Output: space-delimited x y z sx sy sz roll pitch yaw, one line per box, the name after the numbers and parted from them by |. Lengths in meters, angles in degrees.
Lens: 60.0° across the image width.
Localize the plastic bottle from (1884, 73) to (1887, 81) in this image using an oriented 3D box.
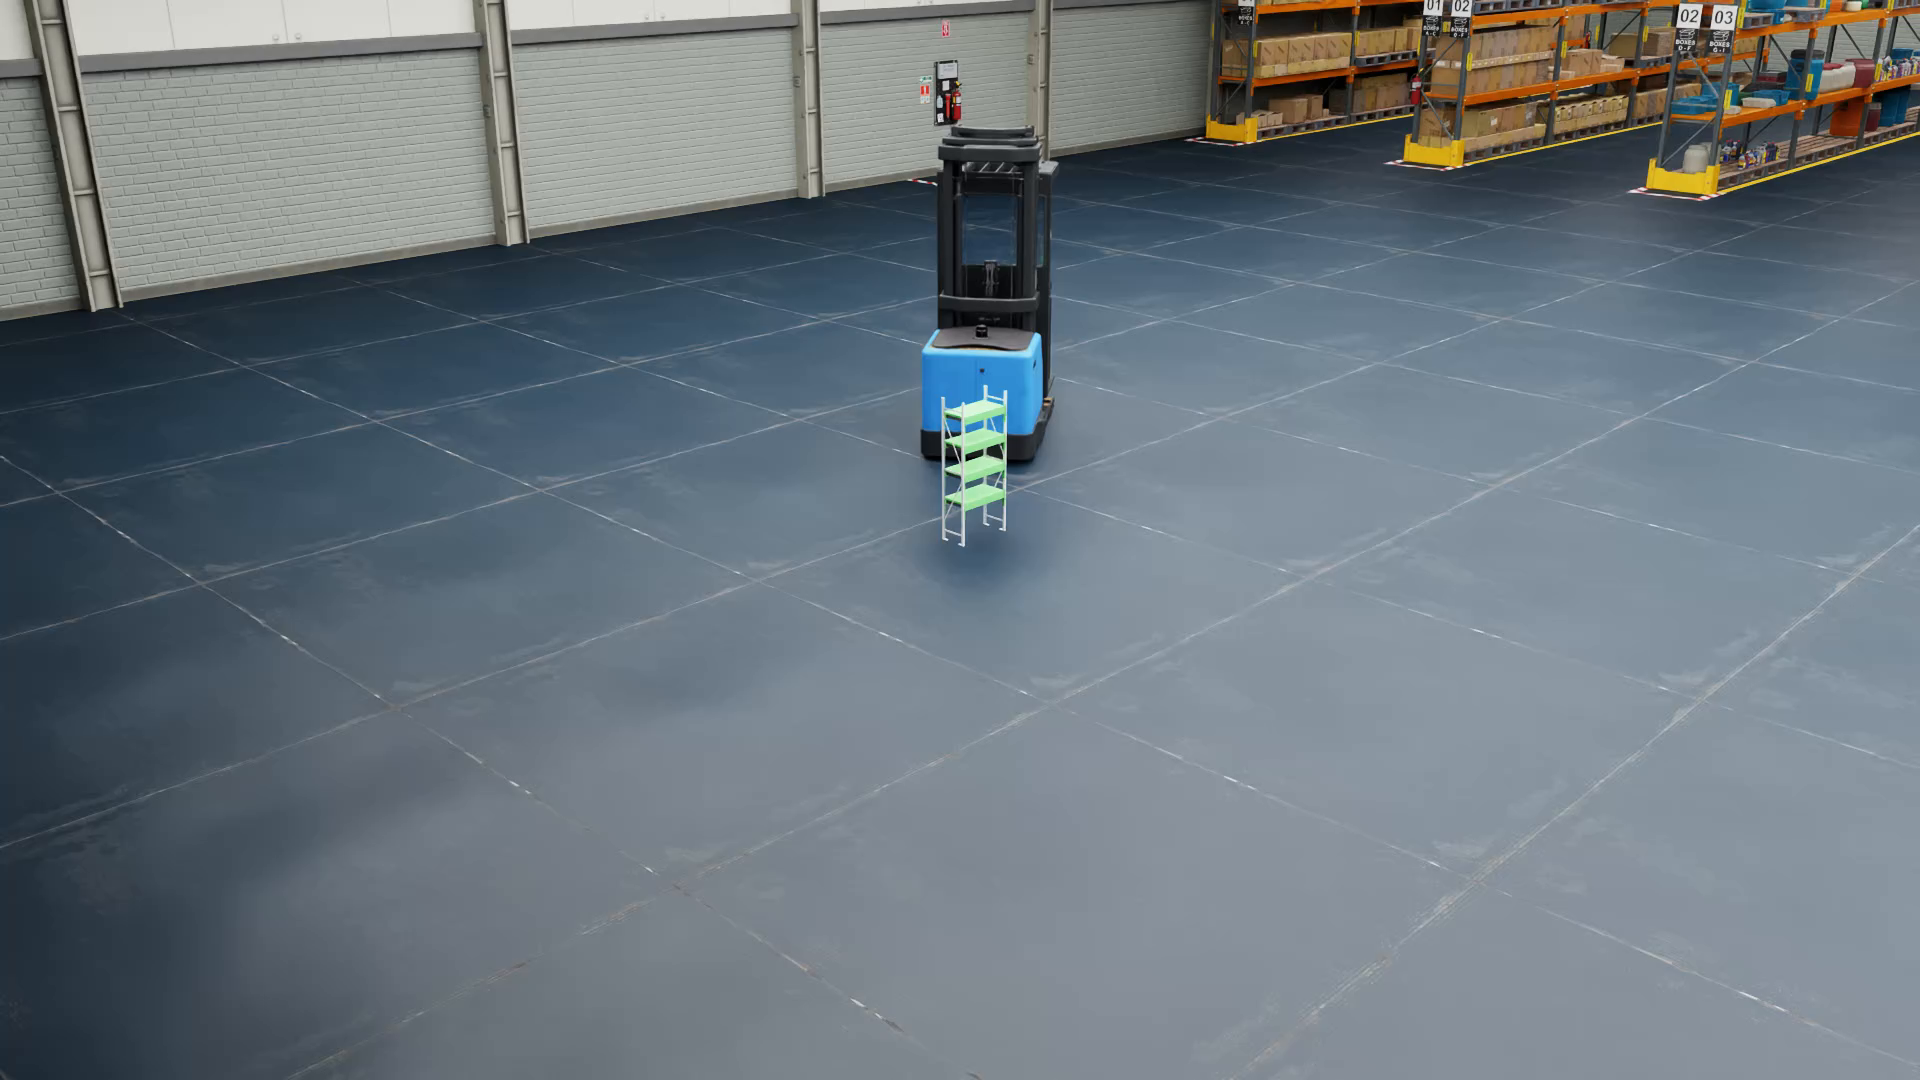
19.607 -9.847 35.291 0.097 0.201 0.097 0 21 0 | plastic bottle

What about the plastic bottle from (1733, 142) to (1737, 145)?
15.024 -7.577 32.291 0.135 0.276 0.152 -19 28 -40 | plastic bottle

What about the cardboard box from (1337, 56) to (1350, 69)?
8.555 -10.927 38.003 0.500 0.250 0.500 19 28 41 | cardboard box

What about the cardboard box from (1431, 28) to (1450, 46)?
11.981 -12.469 41.252 0.500 0.500 0.500 -19 28 -40 | cardboard box

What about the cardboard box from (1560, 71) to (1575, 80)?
12.985 -10.006 35.775 0.380 0.149 0.250 19 28 41 | cardboard box

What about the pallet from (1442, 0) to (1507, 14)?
9.942 -10.452 32.529 1.003 0.211 1.213 19 28 41 | pallet

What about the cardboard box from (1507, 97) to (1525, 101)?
11.672 -9.168 35.448 0.500 0.500 0.500 19 28 41 | cardboard box

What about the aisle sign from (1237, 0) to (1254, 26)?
6.043 -11.277 35.109 0.394 0.787 0.004 19 28 41 | aisle sign

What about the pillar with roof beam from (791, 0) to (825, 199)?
0.460 -9.191 24.945 9.100 9.000 0.400 19 28 41 | pillar with roof beam

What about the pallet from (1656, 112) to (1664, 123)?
16.410 -10.167 39.733 1.003 0.211 1.213 19 28 41 | pallet

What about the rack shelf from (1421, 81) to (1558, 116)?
10.825 -9.096 34.062 1.077 0.370 4.000 19 28 41 | rack shelf

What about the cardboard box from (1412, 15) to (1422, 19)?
11.589 -12.940 41.432 0.500 0.250 0.500 -19 28 -41 | cardboard box

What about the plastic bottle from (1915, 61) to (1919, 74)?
21.049 -10.428 36.697 0.152 0.276 0.135 19 28 41 | plastic bottle

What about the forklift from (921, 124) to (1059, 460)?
0.362 -2.595 16.240 1.130 2.935 3.031 3 21 8 | forklift

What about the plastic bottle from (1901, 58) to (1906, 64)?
20.708 -10.409 36.544 0.144 0.351 0.185 19 28 41 | plastic bottle

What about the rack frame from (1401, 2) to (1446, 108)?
11.459 -12.213 41.169 1.000 3.000 0.127 19 28 41 | rack frame

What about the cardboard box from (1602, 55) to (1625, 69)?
14.726 -10.850 37.747 0.500 0.311 0.500 -18 27 -39 | cardboard box

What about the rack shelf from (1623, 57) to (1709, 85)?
16.406 -11.153 39.413 1.077 0.370 4.000 19 28 41 | rack shelf

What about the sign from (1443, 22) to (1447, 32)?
11.854 -12.583 40.629 0.100 0.325 0.005 19 28 41 | sign

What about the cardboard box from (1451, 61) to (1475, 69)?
9.858 -9.314 32.584 0.380 0.149 0.250 19 28 40 | cardboard box

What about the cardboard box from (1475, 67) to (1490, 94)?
10.128 -9.218 33.236 0.500 0.500 0.700 -19 28 -41 | cardboard box

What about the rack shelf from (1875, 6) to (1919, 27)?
19.952 -11.312 35.647 1.077 0.370 4.000 19 28 41 | rack shelf

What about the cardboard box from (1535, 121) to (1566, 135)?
12.679 -8.900 35.797 0.500 0.250 0.500 18 28 39 | cardboard box

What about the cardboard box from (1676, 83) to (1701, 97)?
17.662 -10.843 40.474 0.500 0.500 0.500 19 28 40 | cardboard box

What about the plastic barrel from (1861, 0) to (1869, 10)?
18.421 -10.985 34.009 0.294 0.245 0.294 0 21 0 | plastic barrel

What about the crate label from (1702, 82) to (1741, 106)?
14.066 -8.235 30.769 0.502 0.435 0.616 19 28 41 | crate label

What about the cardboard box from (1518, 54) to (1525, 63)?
11.297 -9.846 33.967 0.250 0.149 0.380 -19 28 -41 | cardboard box

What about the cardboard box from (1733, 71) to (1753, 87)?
20.389 -11.868 43.142 0.500 0.500 0.500 19 28 41 | cardboard box

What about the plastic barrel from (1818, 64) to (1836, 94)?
17.103 -9.149 33.006 0.433 0.535 0.433 0 21 0 | plastic barrel

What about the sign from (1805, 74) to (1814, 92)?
16.153 -8.694 31.628 0.100 0.325 0.005 19 28 41 | sign

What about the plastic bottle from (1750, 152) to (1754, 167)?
14.773 -7.111 31.084 0.097 0.271 0.097 0 21 0 | plastic bottle

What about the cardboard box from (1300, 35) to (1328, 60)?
7.857 -11.019 37.198 0.500 0.500 0.500 18 28 39 | cardboard box

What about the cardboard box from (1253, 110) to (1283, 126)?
6.823 -9.409 37.008 0.500 0.311 0.500 -17 27 -38 | cardboard box

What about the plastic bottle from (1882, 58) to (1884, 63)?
20.693 -10.686 37.357 0.061 0.283 0.133 19 28 41 | plastic bottle

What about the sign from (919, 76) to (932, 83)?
-0.640 -8.532 30.803 0.001 0.109 0.331 19 28 41 | sign

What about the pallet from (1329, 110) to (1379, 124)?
9.210 -10.084 39.516 1.003 0.211 1.213 19 28 41 | pallet

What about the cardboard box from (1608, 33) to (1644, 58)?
15.369 -11.407 38.347 0.700 0.500 0.500 9 23 23 | cardboard box

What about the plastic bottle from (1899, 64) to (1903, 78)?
20.313 -10.137 35.929 0.061 0.283 0.133 19 28 41 | plastic bottle

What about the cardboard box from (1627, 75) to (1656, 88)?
16.242 -10.942 39.687 0.500 0.250 0.500 19 28 40 | cardboard box

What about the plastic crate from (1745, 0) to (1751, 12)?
14.091 -9.636 30.304 0.392 0.384 0.575 19 28 41 | plastic crate

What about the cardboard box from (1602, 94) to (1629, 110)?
14.822 -9.952 37.753 0.500 0.311 0.500 -19 28 -41 | cardboard box

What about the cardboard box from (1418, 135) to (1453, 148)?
9.592 -8.042 33.565 0.500 0.250 0.500 19 28 41 | cardboard box

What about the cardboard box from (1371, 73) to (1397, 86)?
10.196 -11.139 40.201 0.500 0.250 0.500 19 28 40 | cardboard box

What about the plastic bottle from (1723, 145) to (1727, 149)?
14.699 -7.438 31.935 0.097 0.271 0.097 0 21 0 | plastic bottle

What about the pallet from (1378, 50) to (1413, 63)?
10.107 -11.605 39.853 1.003 0.211 1.213 19 28 41 | pallet

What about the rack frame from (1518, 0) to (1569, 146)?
12.220 -9.946 35.271 1.000 3.000 0.127 19 28 41 | rack frame

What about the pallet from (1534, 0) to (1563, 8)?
11.644 -11.079 34.161 1.003 0.211 1.213 19 28 41 | pallet

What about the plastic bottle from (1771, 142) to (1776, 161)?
15.524 -7.437 31.821 0.144 0.351 0.185 18 28 39 | plastic bottle

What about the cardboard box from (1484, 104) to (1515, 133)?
11.012 -8.648 34.094 0.500 0.500 0.500 19 28 41 | cardboard box

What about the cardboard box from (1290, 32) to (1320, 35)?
7.827 -11.274 37.861 0.500 0.500 0.500 19 28 40 | cardboard box

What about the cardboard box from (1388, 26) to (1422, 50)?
10.768 -12.192 40.360 0.700 0.500 0.500 16 26 36 | cardboard box

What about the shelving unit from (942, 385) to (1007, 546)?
0.115 -0.603 13.470 0.258 1.200 0.503 19 28 41 | shelving unit

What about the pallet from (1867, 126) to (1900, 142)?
19.928 -8.957 36.585 1.003 0.211 1.213 19 28 41 | pallet

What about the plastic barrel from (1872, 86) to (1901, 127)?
20.462 -9.661 36.868 0.600 0.901 0.708 19 28 41 | plastic barrel

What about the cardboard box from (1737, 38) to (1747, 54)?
19.411 -12.504 41.785 0.500 0.500 0.500 19 28 40 | cardboard box
